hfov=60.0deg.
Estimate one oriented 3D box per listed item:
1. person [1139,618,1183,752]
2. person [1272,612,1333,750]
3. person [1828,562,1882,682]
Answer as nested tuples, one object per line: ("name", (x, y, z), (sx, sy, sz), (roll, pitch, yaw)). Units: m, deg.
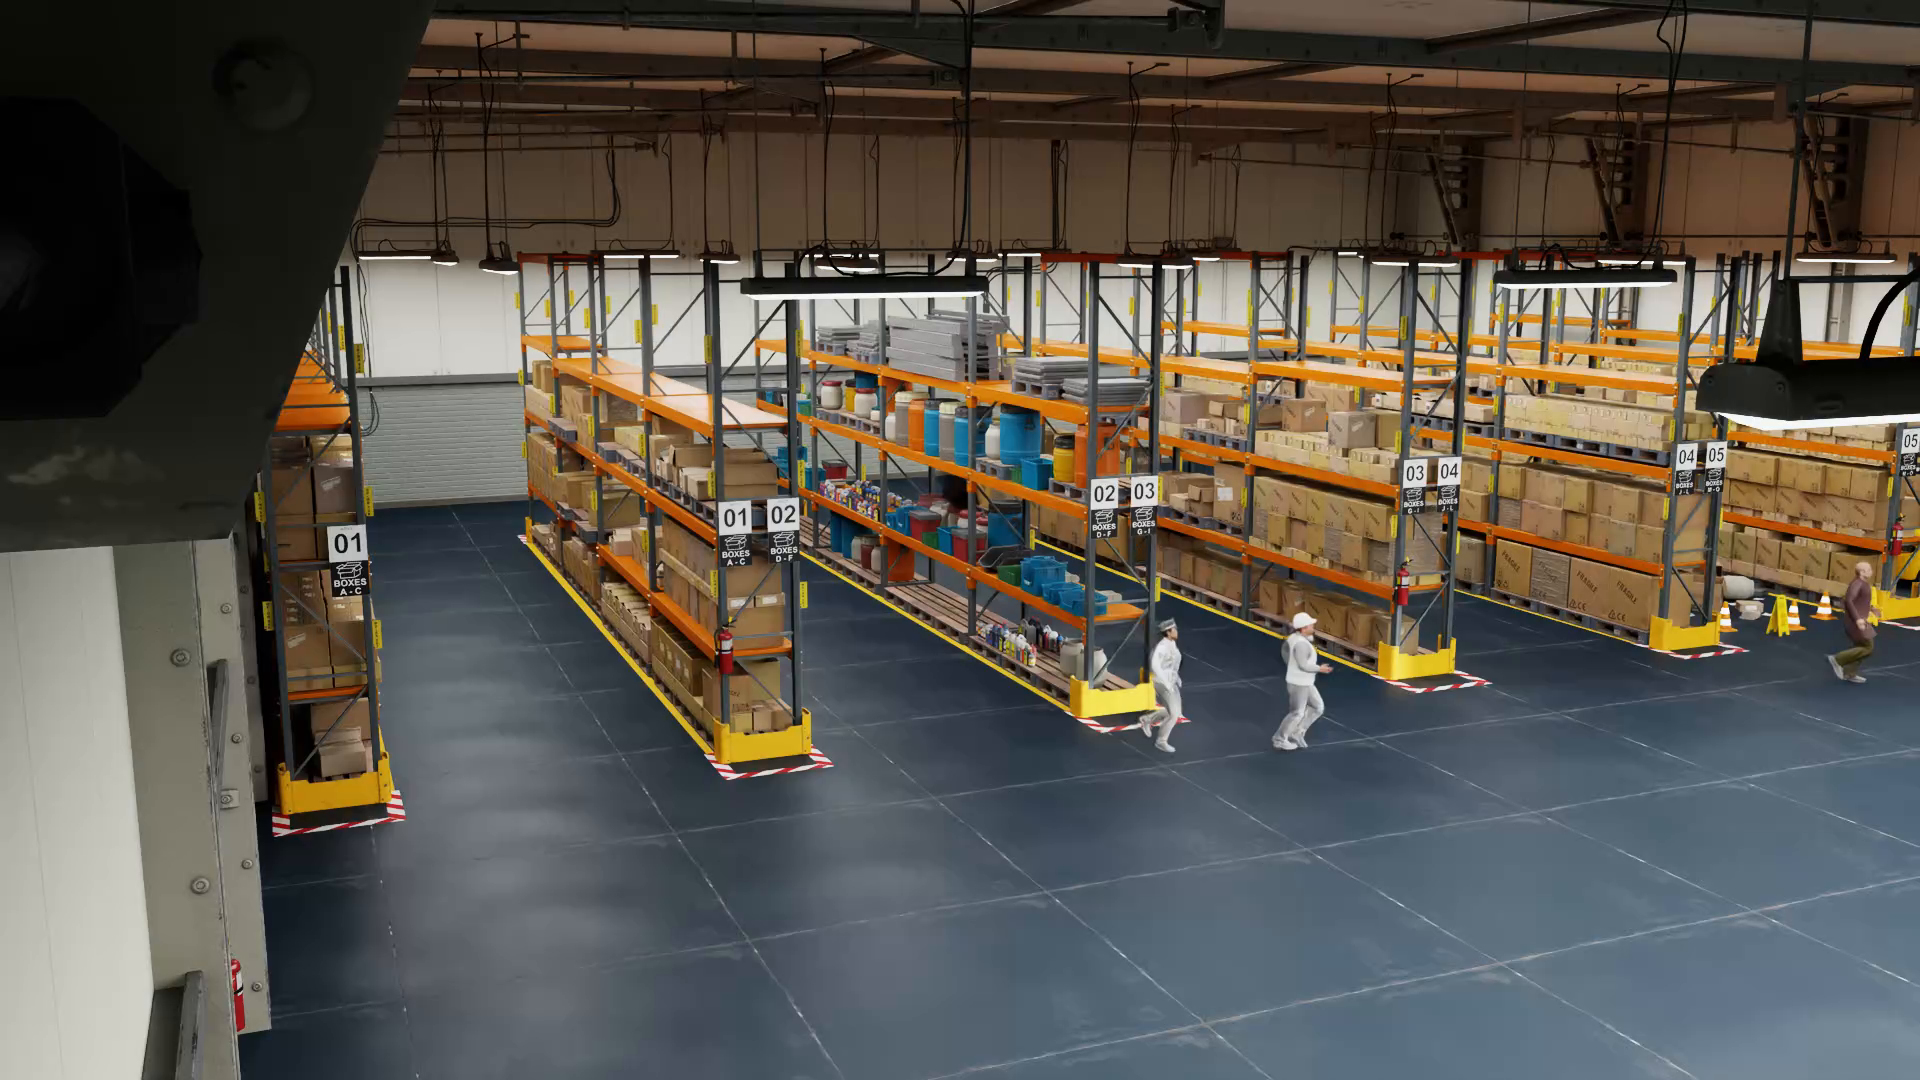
("person", (2.542, 1.796, 20.821), (0.516, 1.657, 0.659), (5, 11, 24))
("person", (4.234, 1.766, 20.533), (0.701, 1.782, 0.655), (2, 11, 12))
("person", (12.835, 1.173, 23.807), (0.632, 1.746, 0.727), (5, 12, 26))
